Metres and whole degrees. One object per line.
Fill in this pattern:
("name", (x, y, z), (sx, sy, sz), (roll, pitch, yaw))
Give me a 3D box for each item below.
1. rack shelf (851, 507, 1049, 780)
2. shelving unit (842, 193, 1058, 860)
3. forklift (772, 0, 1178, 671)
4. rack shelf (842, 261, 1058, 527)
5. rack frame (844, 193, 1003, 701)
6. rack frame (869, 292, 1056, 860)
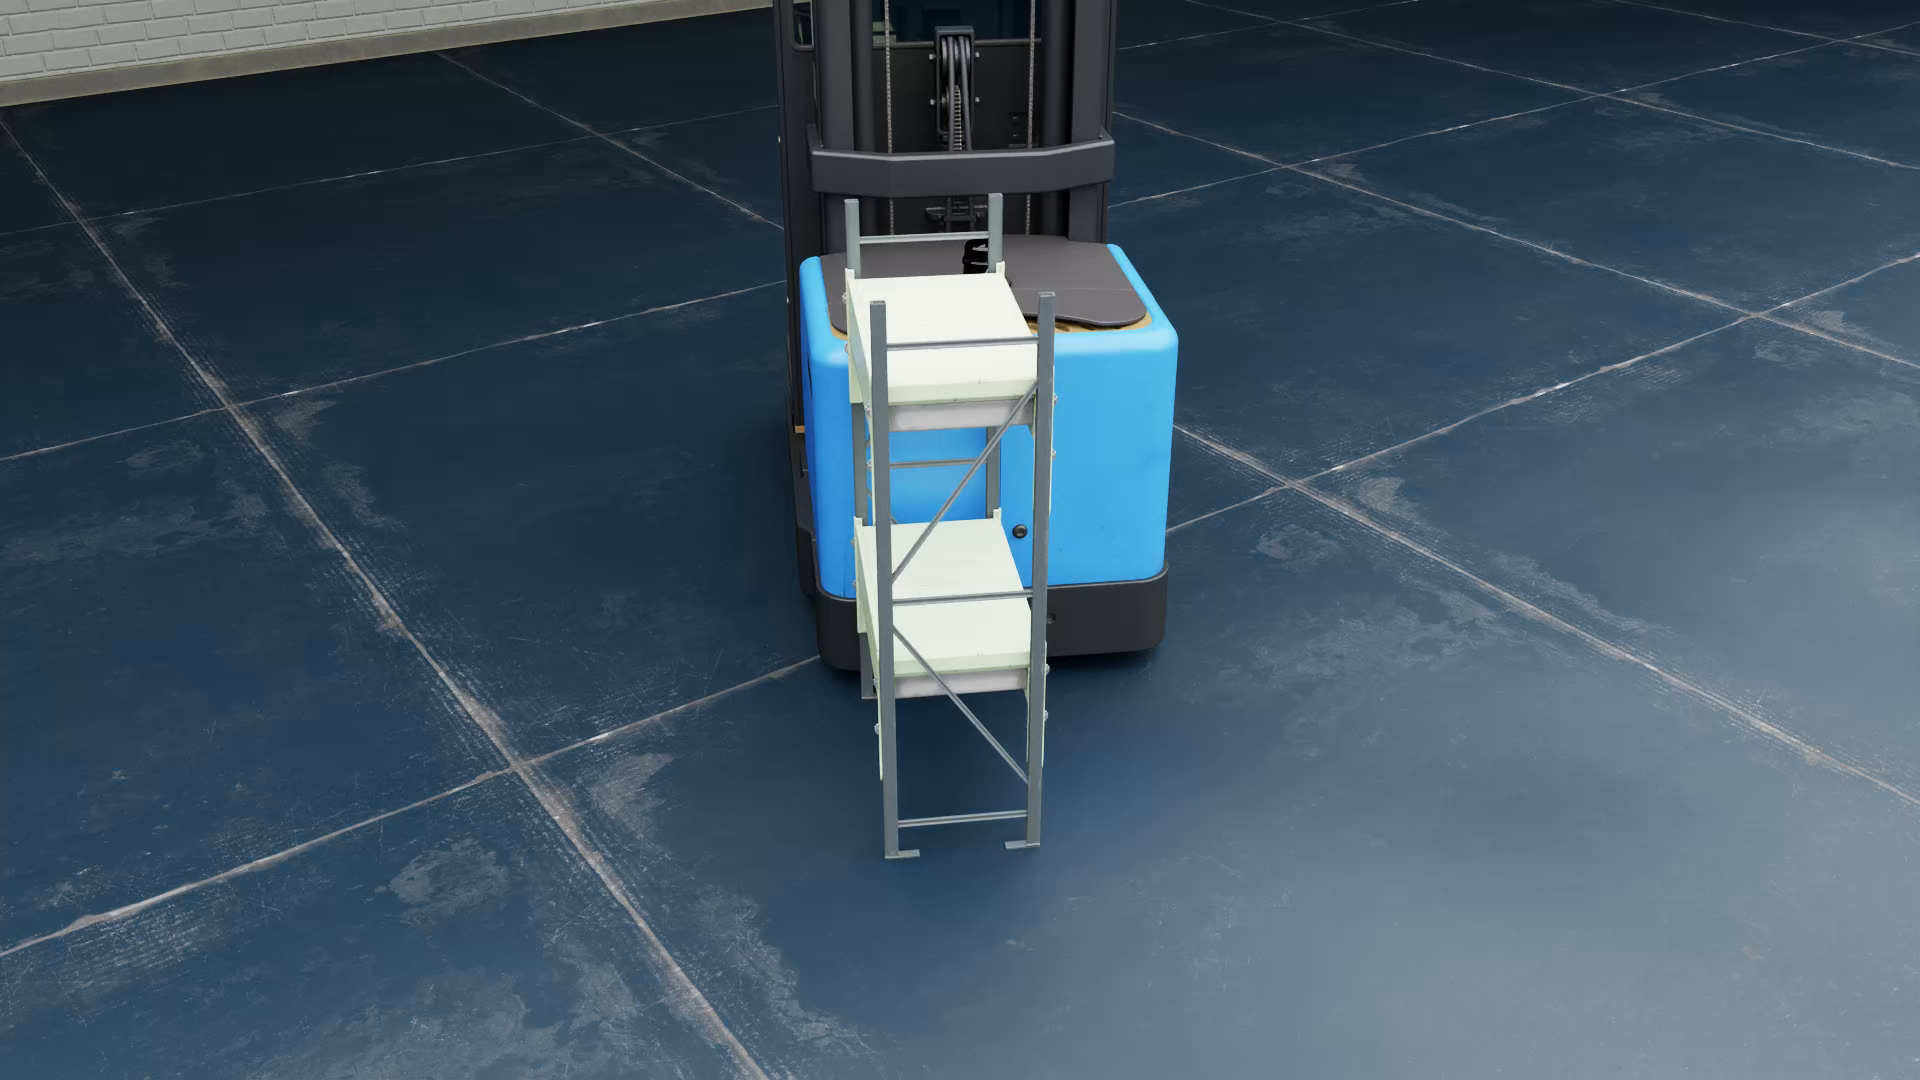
("rack shelf", (-0.042, 0.254, 4.394), (0.431, 0.370, 0.720), (-4, 29, -7))
("shelving unit", (-0.042, -0.032, 4.238), (0.431, 1.500, 0.755), (-4, 29, -7))
("forklift", (-0.080, -1.582, 5.593), (1.130, 2.935, 3.031), (-4, 29, -6))
("rack shelf", (-0.042, -0.375, 4.052), (0.431, 0.370, 0.720), (-4, 29, -7))
("rack frame", (-0.091, -0.206, 4.557), (0.400, 1.500, 0.023), (-4, 29, -7))
("rack frame", (0.006, 0.141, 3.919), (0.400, 1.500, 0.023), (-4, 29, -7))
